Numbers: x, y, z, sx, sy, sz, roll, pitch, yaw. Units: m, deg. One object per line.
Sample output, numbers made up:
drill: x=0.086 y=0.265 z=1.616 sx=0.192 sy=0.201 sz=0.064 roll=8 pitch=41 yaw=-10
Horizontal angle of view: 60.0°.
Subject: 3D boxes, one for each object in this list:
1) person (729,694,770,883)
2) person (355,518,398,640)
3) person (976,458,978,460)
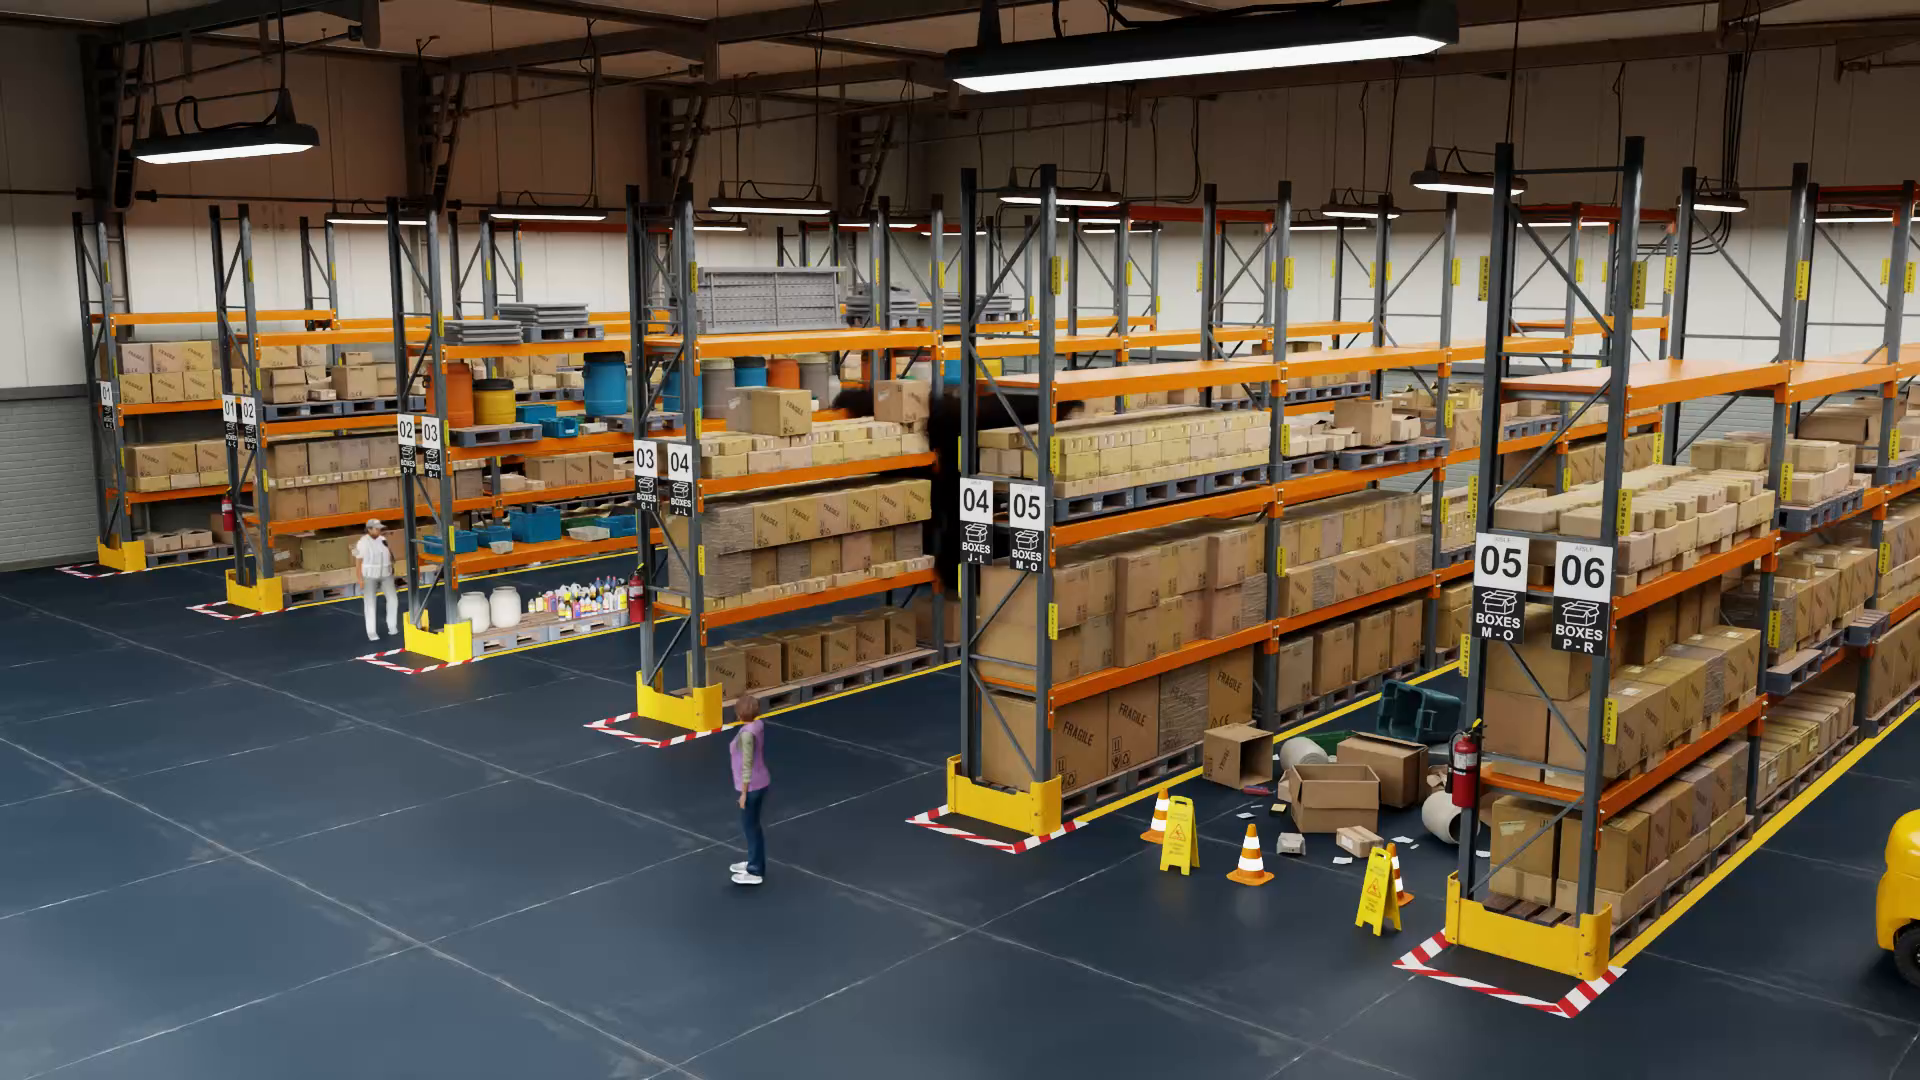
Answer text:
person: x=-1.784 y=2.074 z=13.952 sx=0.388 sy=1.601 sz=0.471 roll=1 pitch=10 yaw=5
person: x=-8.120 y=0.540 z=23.156 sx=0.561 sy=1.705 sz=0.459 roll=-7 pitch=12 yaw=-37
person: x=0.322 y=-2.403 z=40.633 sx=0.468 sy=1.637 sz=0.732 roll=-5 pitch=11 yaw=-29
